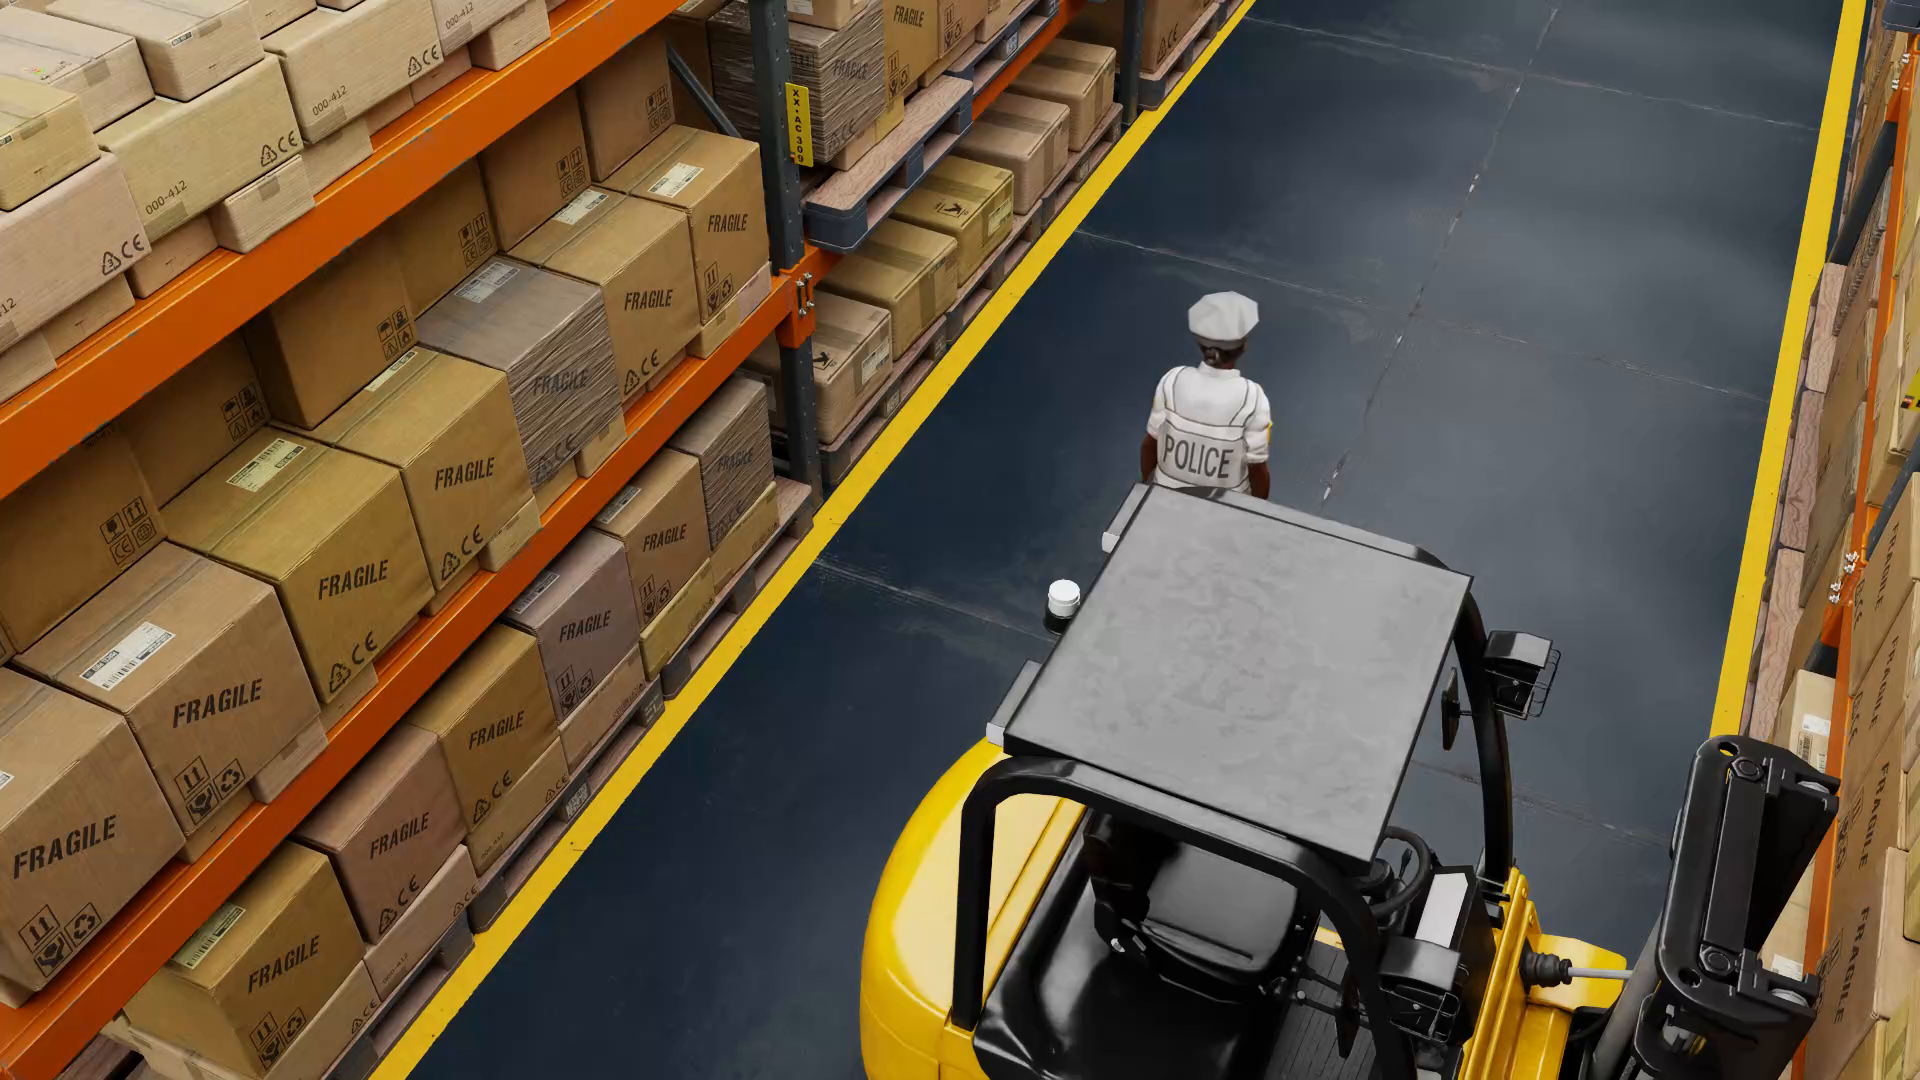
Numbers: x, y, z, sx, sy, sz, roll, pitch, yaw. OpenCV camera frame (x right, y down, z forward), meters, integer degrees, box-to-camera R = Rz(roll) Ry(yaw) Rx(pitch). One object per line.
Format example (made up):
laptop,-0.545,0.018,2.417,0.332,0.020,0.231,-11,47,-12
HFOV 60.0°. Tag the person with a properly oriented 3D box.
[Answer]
person,0.935,-0.154,6.331,0.517,1.657,0.417,17,45,18
